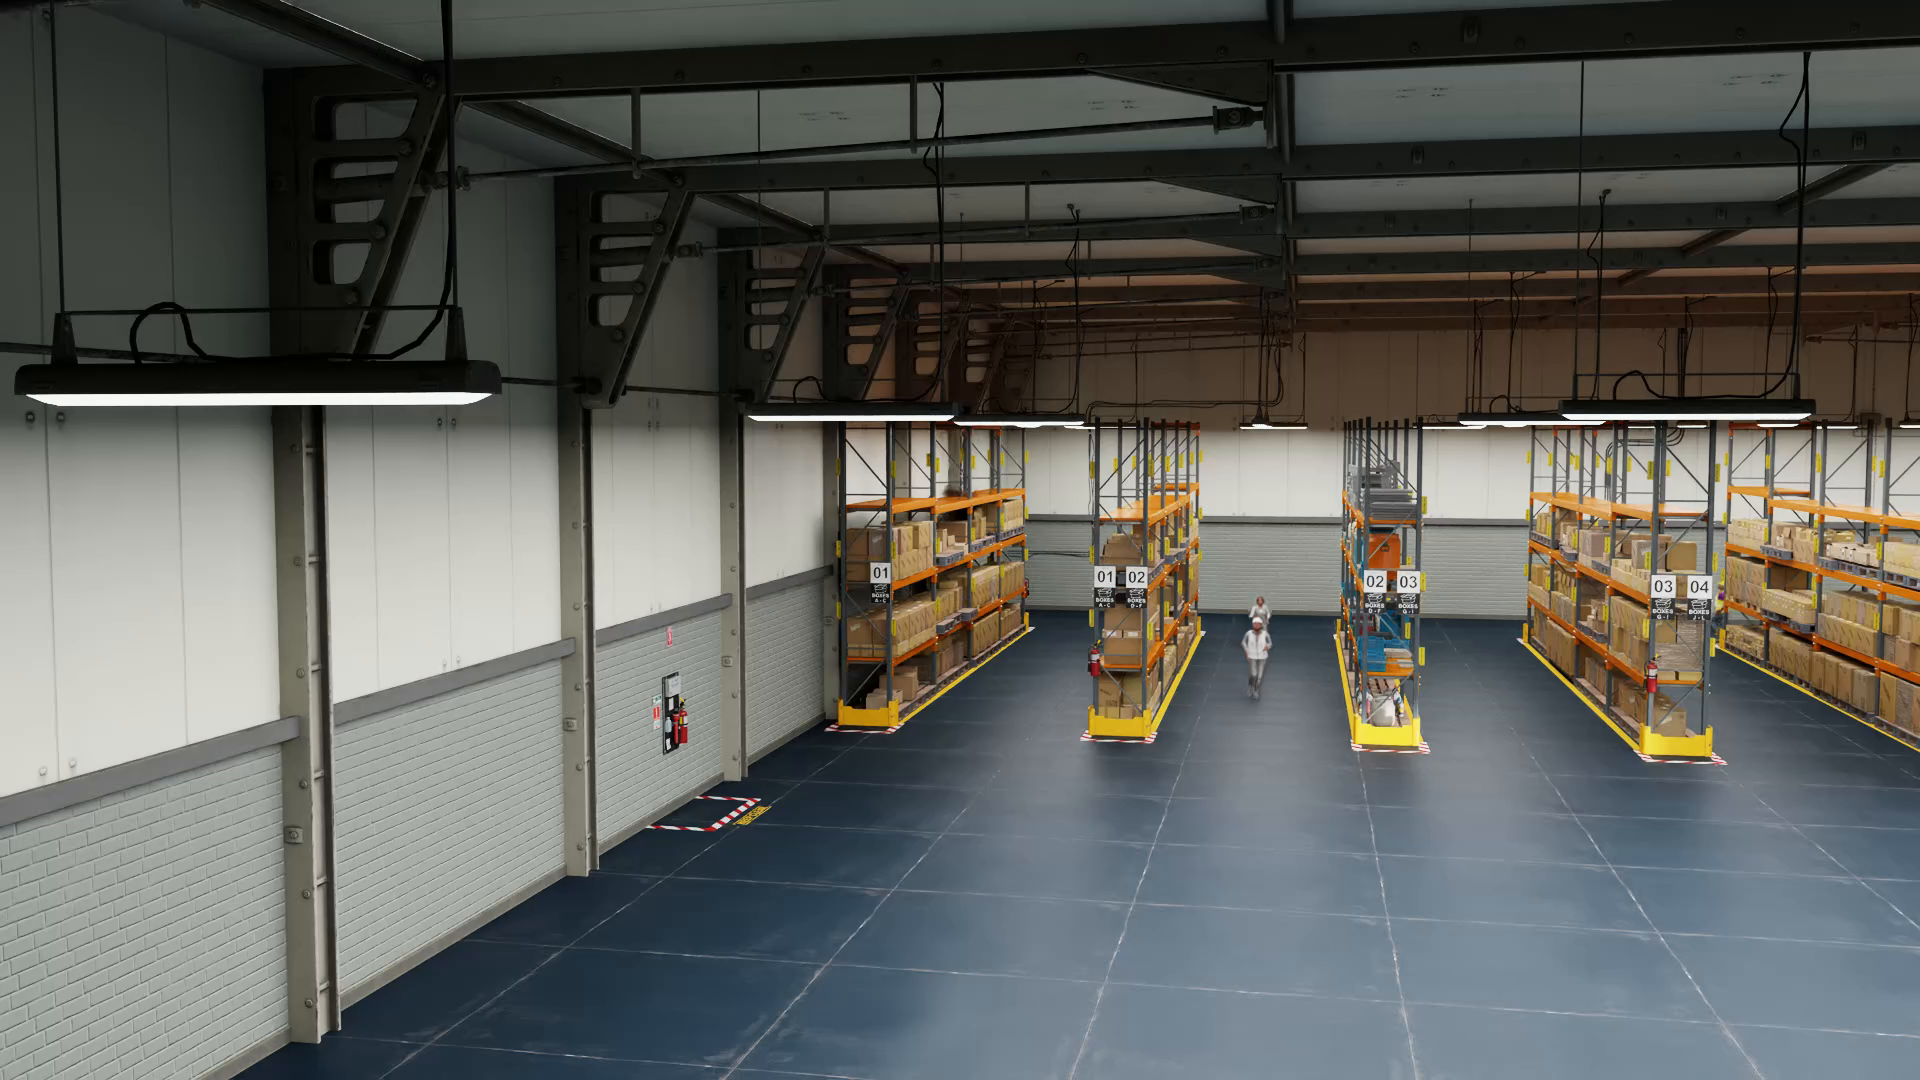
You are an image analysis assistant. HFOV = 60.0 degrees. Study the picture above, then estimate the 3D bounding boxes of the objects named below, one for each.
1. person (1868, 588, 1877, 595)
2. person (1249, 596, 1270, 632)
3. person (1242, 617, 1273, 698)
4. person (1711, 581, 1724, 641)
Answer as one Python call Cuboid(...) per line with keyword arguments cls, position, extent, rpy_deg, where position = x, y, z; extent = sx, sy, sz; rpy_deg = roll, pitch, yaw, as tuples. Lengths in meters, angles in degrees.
Cuboid(cls="person", position=(24.500, 1.914, 44.658), extent=(0.909, 1.786, 0.652), rpy_deg=(1, 4, 20))
Cuboid(cls="person", position=(7.563, 2.205, 41.914), extent=(0.538, 1.590, 0.847), rpy_deg=(0, 4, 4))
Cuboid(cls="person", position=(6.381, 2.532, 35.647), extent=(0.637, 1.748, 0.653), rpy_deg=(0, 4, 5))
Cuboid(cls="person", position=(20.689, 1.927, 45.387), extent=(0.577, 1.708, 0.761), rpy_deg=(2, 4, 31))
